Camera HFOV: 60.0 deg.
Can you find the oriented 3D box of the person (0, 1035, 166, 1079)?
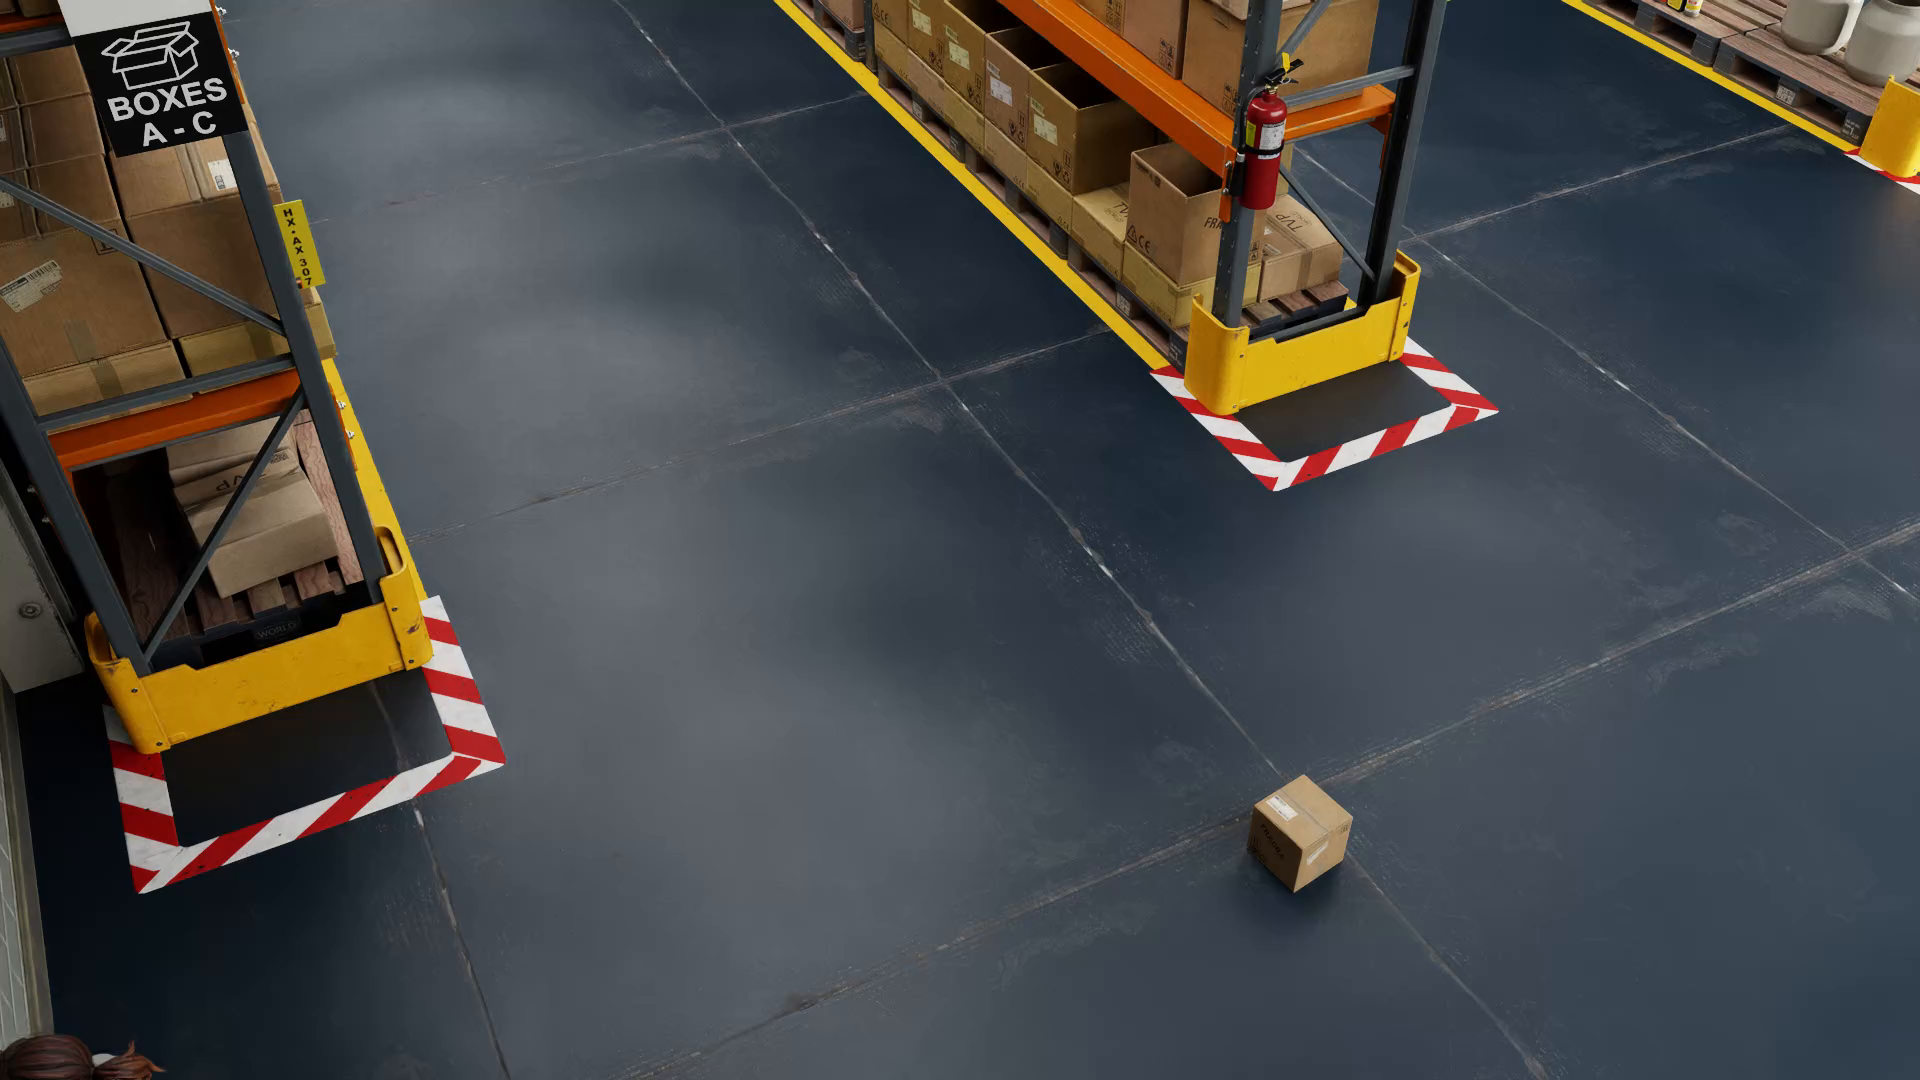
[{"bbox_3d":[-2.098,1.772,4.132,0.726,1.659,0.476,-25,47,-26],"label":"person"}]
